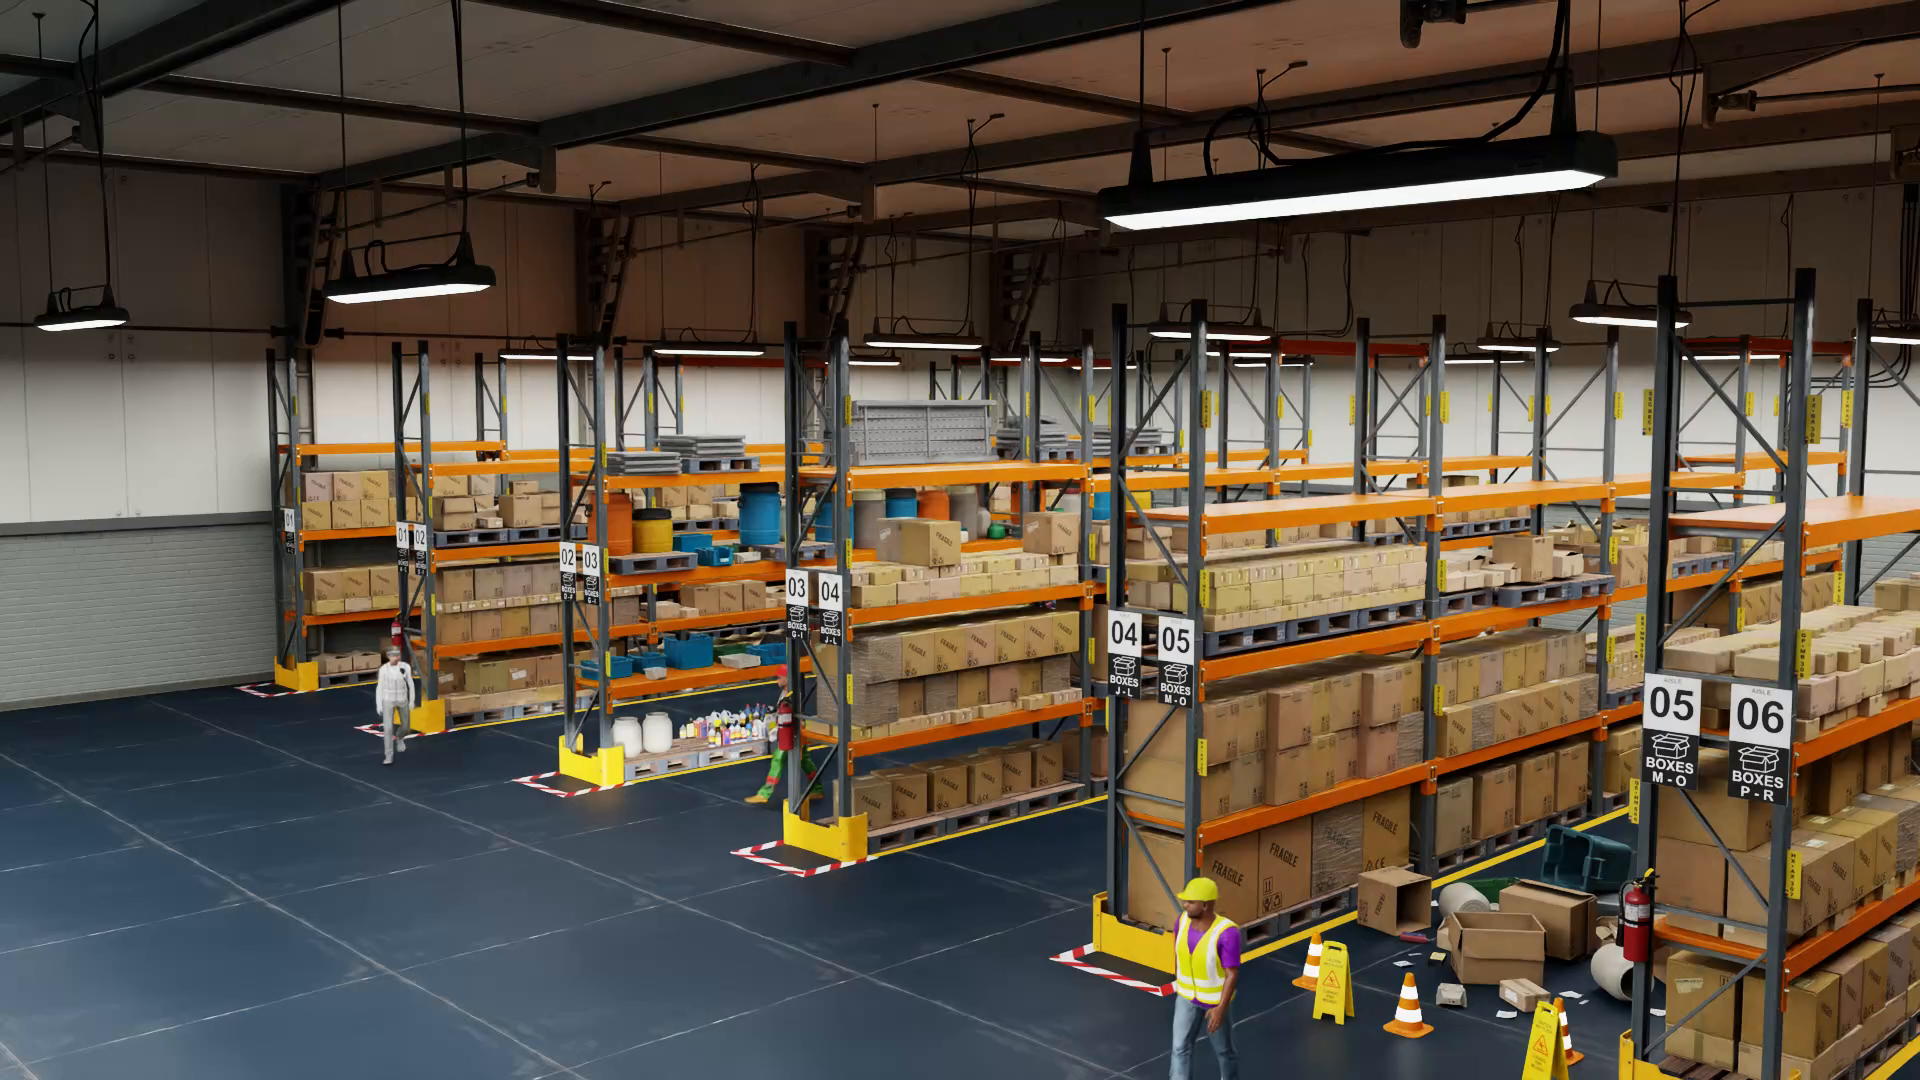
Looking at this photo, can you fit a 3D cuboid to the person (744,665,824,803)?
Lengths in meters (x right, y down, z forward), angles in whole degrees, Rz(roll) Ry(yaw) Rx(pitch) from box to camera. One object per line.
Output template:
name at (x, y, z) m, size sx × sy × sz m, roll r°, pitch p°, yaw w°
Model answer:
person at (-2.223, 2.446, 21.039) m, size 0.993 × 1.735 × 0.563 m, roll 0°, pitch 5°, yaw -3°

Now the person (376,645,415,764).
person at (-8.020, 2.292, 23.627) m, size 0.526 × 1.639 × 0.848 m, roll -2°, pitch 5°, yaw -21°

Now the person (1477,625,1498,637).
person at (8.315, 2.034, 26.163) m, size 0.637 × 1.712 × 1.099 m, roll 5°, pitch 7°, yaw 43°

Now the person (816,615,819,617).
person at (-2.710, 1.446, 33.529) m, size 0.569 × 1.605 × 1.022 m, roll 5°, pitch 7°, yaw 44°

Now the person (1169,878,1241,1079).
person at (1.693, 3.255, 11.792) m, size 0.598 × 1.723 × 0.954 m, roll 4°, pitch 6°, yaw 37°
